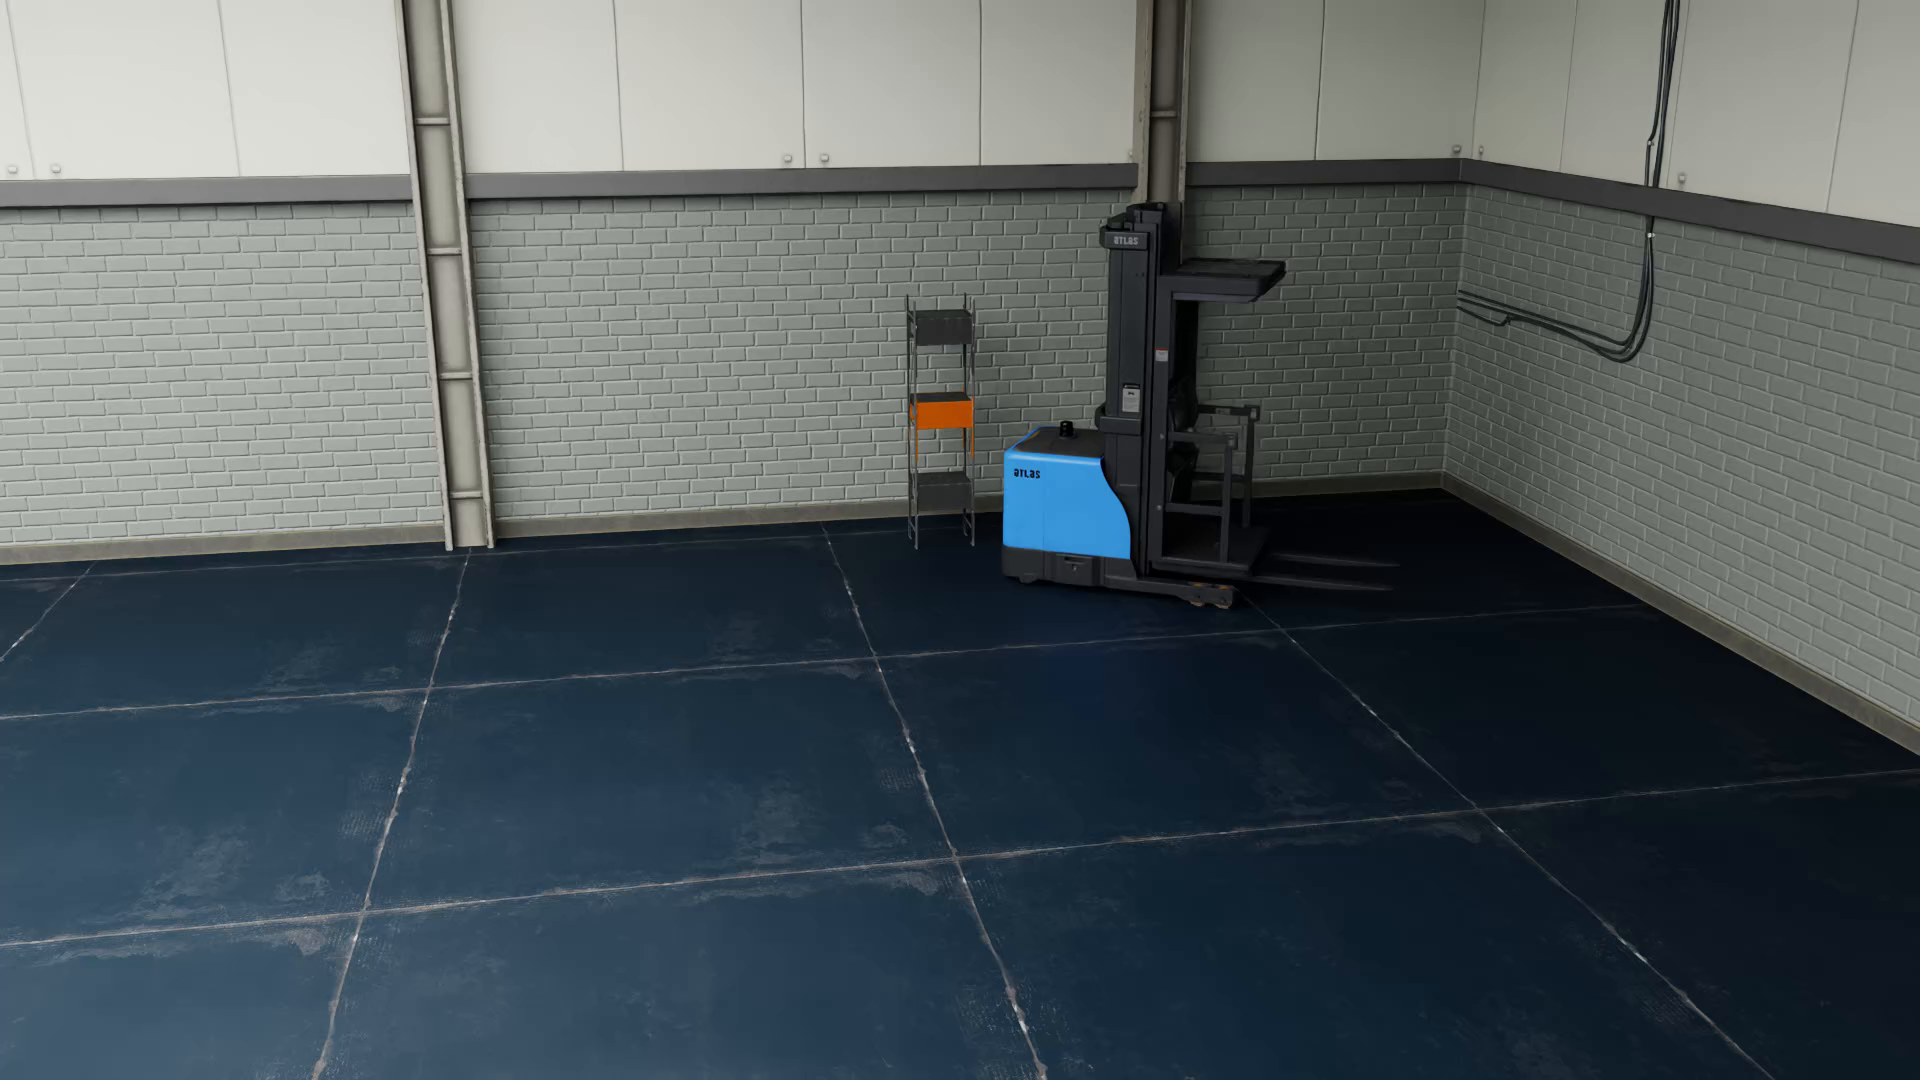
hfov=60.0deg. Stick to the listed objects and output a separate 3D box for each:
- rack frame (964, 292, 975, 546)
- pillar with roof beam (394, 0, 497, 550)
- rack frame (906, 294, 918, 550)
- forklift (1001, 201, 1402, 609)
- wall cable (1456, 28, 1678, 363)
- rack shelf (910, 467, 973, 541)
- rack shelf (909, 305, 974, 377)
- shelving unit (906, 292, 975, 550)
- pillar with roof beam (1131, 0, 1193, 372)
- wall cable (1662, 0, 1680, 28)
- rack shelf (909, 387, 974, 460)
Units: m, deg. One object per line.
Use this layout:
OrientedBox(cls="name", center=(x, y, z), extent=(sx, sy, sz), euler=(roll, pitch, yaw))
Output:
OrientedBox(cls="rack frame", center=(0.077, -1.008, 14.018), extent=(0.015, 2.100, 0.400), euler=(-3, 17, -10))
OrientedBox(cls="pillar with roof beam", center=(-3.353, -3.028, 8.845), extent=(0.400, 9.000, 9.100), euler=(-3, 17, -10))
OrientedBox(cls="rack frame", center=(-0.402, -0.981, 13.929), extent=(0.015, 2.100, 0.400), euler=(-3, 17, -10))
OrientedBox(cls="forklift", center=(1.900, -1.056, 12.756), extent=(3.031, 2.935, 1.130), euler=(6, 18, 18))
OrientedBox(cls="wall cable", center=(4.864, -2.902, 13.722), extent=(0.112, 2.526, 3.097), euler=(-3, 17, -10))
OrientedBox(cls="rack shelf", center=(-0.163, -0.312, 14.183), extent=(0.480, 0.518, 0.431), euler=(-3, 17, -10))
OrientedBox(cls="rack shelf", center=(-0.162, -1.651, 13.772), extent=(0.480, 0.518, 0.431), euler=(-3, 17, -10))
OrientedBox(cls="shelving unit", center=(-0.162, -0.995, 13.973), extent=(0.503, 2.100, 0.431), euler=(-3, 17, -10))
OrientedBox(cls="pillar with roof beam", center=(2.538, -3.363, 9.933), extent=(0.400, 9.000, 9.100), euler=(-3, 17, -10))
OrientedBox(cls="wall cable", center=(5.378, -4.536, 10.442), extent=(0.112, 2.526, 3.097), euler=(-3, 17, -10))
OrientedBox(cls="rack shelf", center=(-0.162, -0.981, 13.977), extent=(0.480, 0.518, 0.431), euler=(-3, 17, -10))
